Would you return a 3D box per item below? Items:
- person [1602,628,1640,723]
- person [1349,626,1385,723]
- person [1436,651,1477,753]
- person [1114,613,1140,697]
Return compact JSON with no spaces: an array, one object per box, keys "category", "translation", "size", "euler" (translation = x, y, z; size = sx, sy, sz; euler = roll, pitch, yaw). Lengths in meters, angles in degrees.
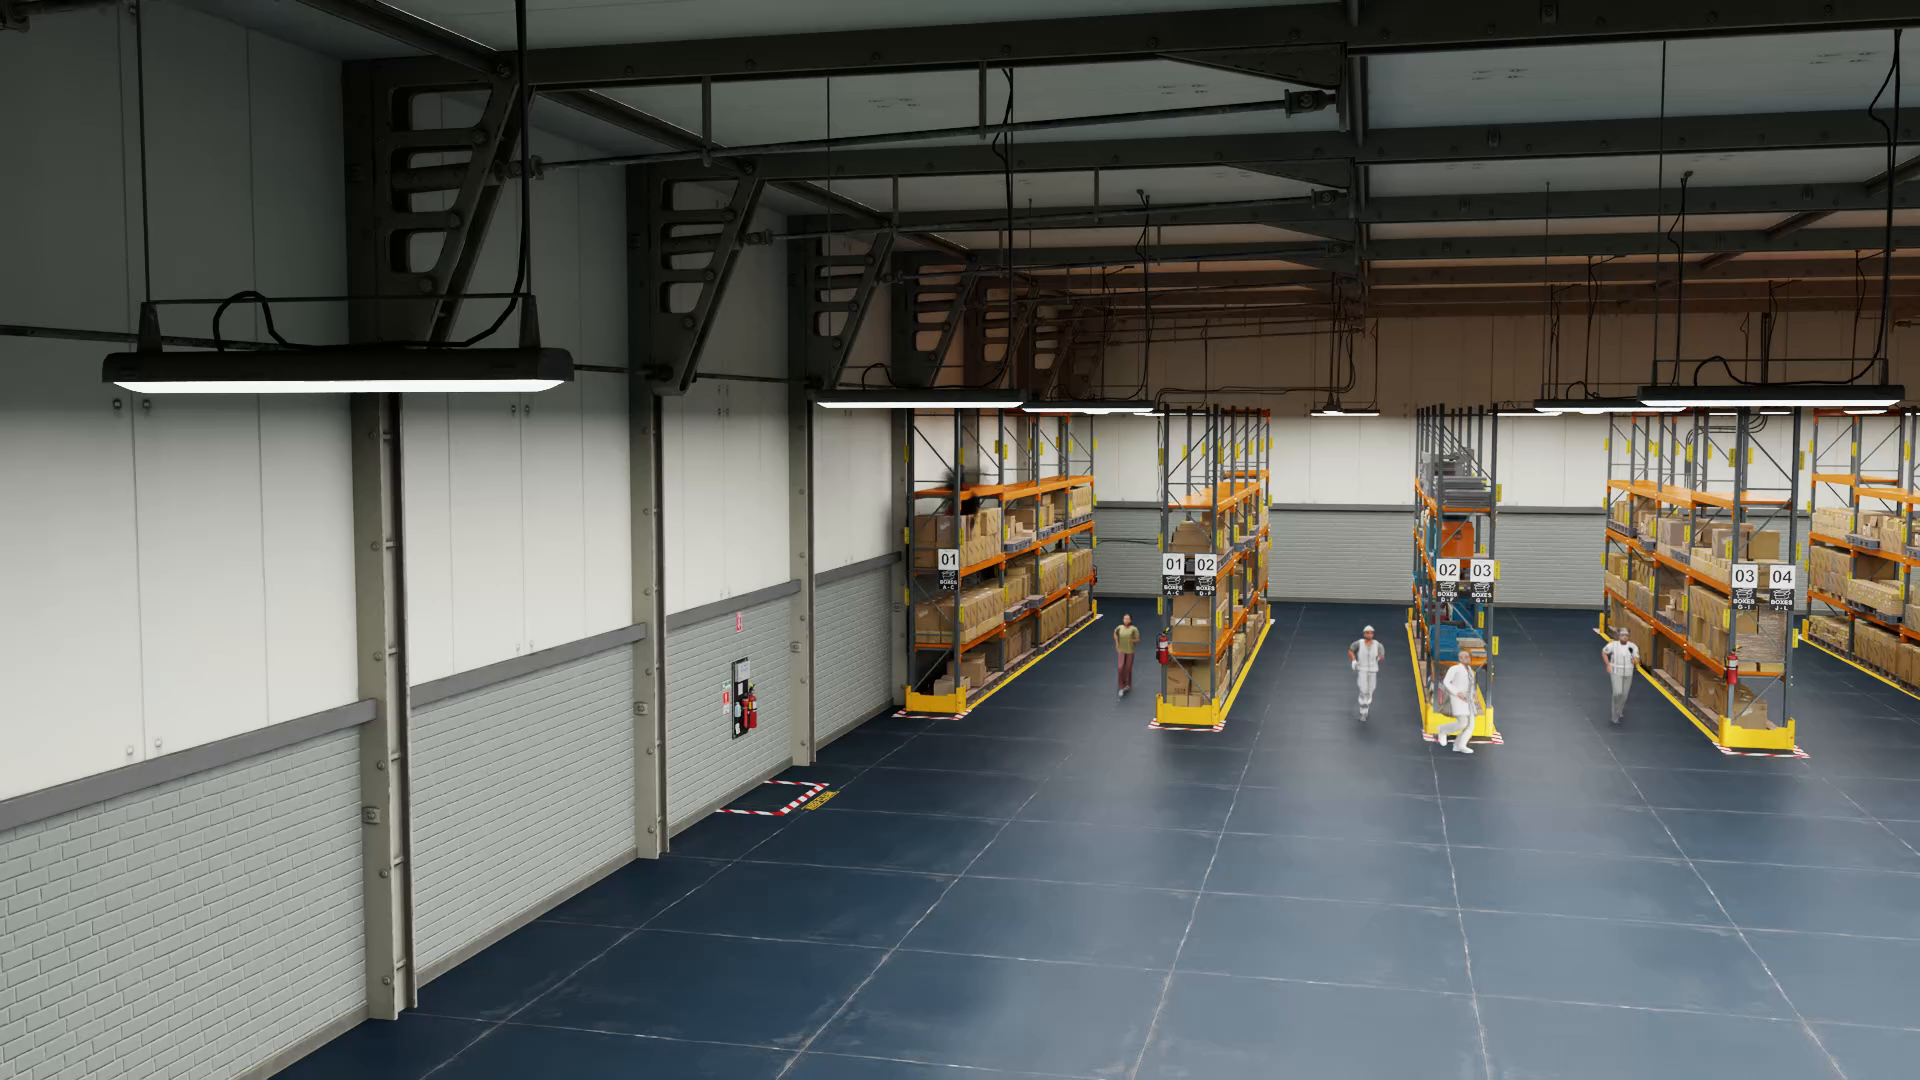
[{"category":"person","translation":[12.526,2.565,31.464],"size":[0.635,1.833,0.773],"euler":[0,4,6]},{"category":"person","translation":[7.736,2.537,31.569],"size":[0.628,1.835,0.765],"euler":[0,4,2]},{"category":"person","translation":[8.618,2.773,28.668],"size":[0.737,1.732,0.660],"euler":[-3,5,-36]},{"category":"person","translation":[3.465,2.376,34.573],"size":[0.557,1.723,0.738],"euler":[1,4,8]}]
